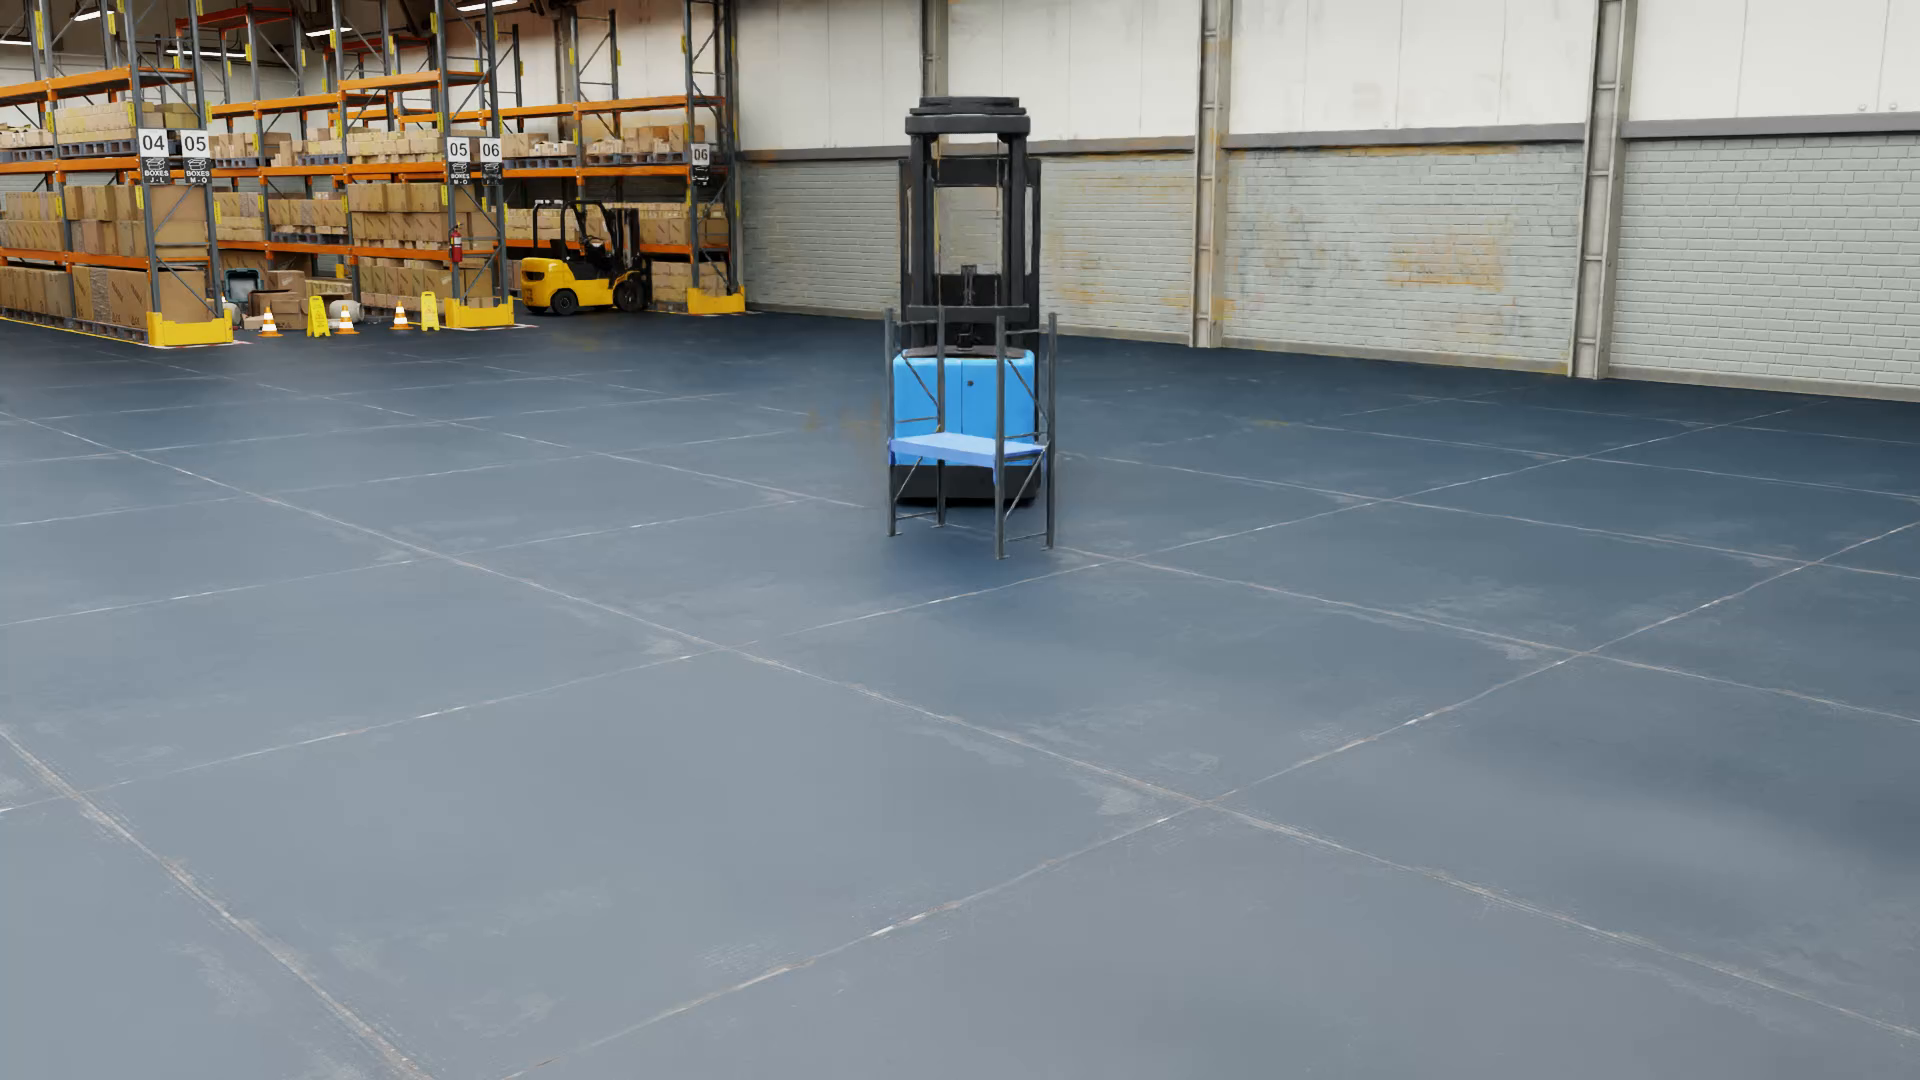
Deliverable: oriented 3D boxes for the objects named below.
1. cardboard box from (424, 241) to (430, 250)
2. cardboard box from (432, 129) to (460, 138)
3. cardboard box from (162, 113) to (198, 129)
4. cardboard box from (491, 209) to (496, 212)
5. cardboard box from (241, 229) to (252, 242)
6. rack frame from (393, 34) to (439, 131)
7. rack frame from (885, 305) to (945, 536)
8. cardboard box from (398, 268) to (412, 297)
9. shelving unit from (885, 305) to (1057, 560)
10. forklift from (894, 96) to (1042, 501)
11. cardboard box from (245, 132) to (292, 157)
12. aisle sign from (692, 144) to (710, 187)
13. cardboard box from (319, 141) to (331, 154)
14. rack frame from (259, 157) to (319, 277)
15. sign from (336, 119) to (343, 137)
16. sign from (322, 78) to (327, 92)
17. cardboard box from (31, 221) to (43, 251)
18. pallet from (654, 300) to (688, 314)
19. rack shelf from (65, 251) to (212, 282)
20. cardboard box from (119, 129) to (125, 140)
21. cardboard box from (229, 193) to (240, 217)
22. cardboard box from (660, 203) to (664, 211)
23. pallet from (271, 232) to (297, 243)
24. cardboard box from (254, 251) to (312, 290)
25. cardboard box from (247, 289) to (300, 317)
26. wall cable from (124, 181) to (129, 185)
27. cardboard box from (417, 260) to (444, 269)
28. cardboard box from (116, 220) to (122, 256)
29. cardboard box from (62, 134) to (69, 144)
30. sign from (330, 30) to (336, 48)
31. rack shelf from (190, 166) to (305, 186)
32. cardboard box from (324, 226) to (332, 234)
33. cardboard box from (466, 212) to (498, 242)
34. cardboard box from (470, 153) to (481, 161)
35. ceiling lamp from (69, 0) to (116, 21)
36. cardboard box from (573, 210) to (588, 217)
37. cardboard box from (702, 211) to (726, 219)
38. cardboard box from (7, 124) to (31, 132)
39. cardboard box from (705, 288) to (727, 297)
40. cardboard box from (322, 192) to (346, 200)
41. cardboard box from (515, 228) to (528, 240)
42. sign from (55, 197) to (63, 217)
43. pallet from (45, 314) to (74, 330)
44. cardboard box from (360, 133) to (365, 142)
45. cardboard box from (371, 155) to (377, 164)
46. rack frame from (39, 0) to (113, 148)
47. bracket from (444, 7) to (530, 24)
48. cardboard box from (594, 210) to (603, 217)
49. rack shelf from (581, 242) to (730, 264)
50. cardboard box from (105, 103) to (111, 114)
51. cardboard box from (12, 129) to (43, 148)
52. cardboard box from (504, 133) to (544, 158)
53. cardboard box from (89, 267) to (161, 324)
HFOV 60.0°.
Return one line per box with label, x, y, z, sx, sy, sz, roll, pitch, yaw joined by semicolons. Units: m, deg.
cardboard box;-9.174;-5.174;29.213;0.380;0.149;0.250;-11;16;-44
cardboard box;-8.792;-6.955;28.449;0.380;0.149;0.250;-11;16;-42
cardboard box;-12.003;-6.408;25.493;0.500;0.250;0.500;-11;16;-43
cardboard box;-10.275;-7.349;37.294;0.380;0.149;0.250;-10;15;-41
cardboard box;-14.771;-6.414;34.983;0.500;0.250;0.500;-11;16;-42
rack frame;-13.044;-10.592;40.022;1.000;3.000;0.127;-11;16;-43
rack frame;-0.292;-0.796;11.060;0.500;1.500;0.032;-11;16;-43
cardboard box;-9.793;-4.667;30.048;0.500;0.500;0.500;11;16;44
shelving unit;0.059;-0.722;10.700;0.538;1.500;1.048;-11;16;-43
forklift;0.091;-1.971;13.215;1.130;2.935;3.031;1;12;3
cardboard box;-14.239;-8.137;34.244;0.637;0.503;0.797;11;16;42
aisle sign;-4.924;-7.125;31.620;0.394;0.787;0.004;-11;16;-43
cardboard box;-11.961;-7.535;31.949;0.500;0.250;0.500;-11;16;-42
rack frame;-13.869;-6.378;34.434;1.000;3.000;0.127;-11;16;-43
sign;-11.506;-7.631;30.828;0.100;0.325;0.005;-11;16;-43
sign;-16.199;-11.597;42.387;0.100;0.325;0.005;-11;16;-43
cardboard box;-15.869;-5.325;29.076;0.500;0.500;0.500;-11;16;-42
pallet;-5.316;-4.643;32.922;1.003;0.211;1.213;-11;16;-43
rack shelf;-13.236;-4.445;26.837;1.077;0.370;4.000;-11;16;-43
cardboard box;-12.503;-6.145;25.203;0.380;0.149;0.250;-11;16;-42
cardboard box;-15.114;-7.103;35.227;0.500;0.500;0.500;-11;16;-43
cardboard box;-5.668;-6.551;32.680;0.380;0.149;0.250;-11;16;-42
pallet;-13.300;-6.195;34.021;1.213;0.211;1.003;-11;16;-43
cardboard box;-14.286;-5.655;35.152;0.875;0.875;0.875;-11;16;-43
cardboard box;-12.041;-4.093;29.194;0.797;0.637;0.503;-11;16;-43
wall cable;-22.287;-9.062;44.945;0.588;1.984;0.122;-11;16;-43
cardboard box;-9.389;-4.879;29.467;0.380;0.149;0.250;-10;15;-41
cardboard box;-12.836;-4.803;26.421;0.875;0.550;0.550;-11;16;-43
cardboard box;-14.432;-6.552;27.181;0.380;0.149;0.250;-11;16;-42
sign;-11.504;-9.189;30.506;0.100;0.325;0.005;-11;16;-43
rack shelf;-15.251;-7.787;35.621;1.077;0.370;4.000;-11;16;-43
cardboard box;-12.035;-5.987;32.119;0.380;0.149;0.250;-11;16;-43
cardboard box;-8.471;-5.513;29.250;0.500;0.500;0.500;-11;16;-43
cardboard box;-8.339;-6.650;28.945;0.380;0.149;0.250;-11;16;-42
ceiling lamp;-17.635;-12.333;34.005;0.800;3.185;2.000;-11;16;-43
cardboard box;-7.916;-6.872;34.977;0.380;0.149;0.250;-10;15;-41
cardboard box;-4.804;-6.355;32.468;0.250;0.149;0.380;11;16;44
cardboard box;-17.816;-7.739;31.463;0.396;0.266;0.258;-11;16;-43
cardboard box;-4.955;-4.860;32.843;0.500;0.250;0.500;-11;16;-42
cardboard box;-12.075;-6.647;32.107;0.250;0.149;0.380;11;16;43
cardboard box;-9.448;-6.749;36.610;0.500;0.250;0.500;11;16;43
sign;-15.003;-5.541;27.698;0.100;0.325;0.005;-11;16;-43
pallet;-15.205;-3.826;28.958;1.003;0.211;1.213;-11;16;-43
cardboard box;-10.749;-7.366;30.442;0.250;0.149;0.380;11;16;43
cardboard box;-10.534;-6.952;30.409;0.380;0.149;0.250;-10;15;-41
rack frame;-14.617;-8.028;27.576;1.000;3.000;0.127;-11;16;-43
bracket;-11.052;-12.094;38.391;0.076;0.066;4.783;-11;16;-43
cardboard box;-7.310;-6.732;34.299;0.380;0.149;0.250;-10;16;-41
rack shelf;-6.138;-5.842;33.617;1.077;0.370;4.000;-11;16;-43
cardboard box;-12.861;-6.611;25.488;0.380;0.149;0.250;-11;16;-42
cardboard box;-16.338;-7.069;29.288;0.500;0.311;0.500;-11;16;-44
cardboard box;-9.537;-8.643;36.461;0.700;0.500;0.500;-11;16;-44
cardboard box;-13.608;-4.022;27.224;0.875;0.875;0.875;-11;16;-42
